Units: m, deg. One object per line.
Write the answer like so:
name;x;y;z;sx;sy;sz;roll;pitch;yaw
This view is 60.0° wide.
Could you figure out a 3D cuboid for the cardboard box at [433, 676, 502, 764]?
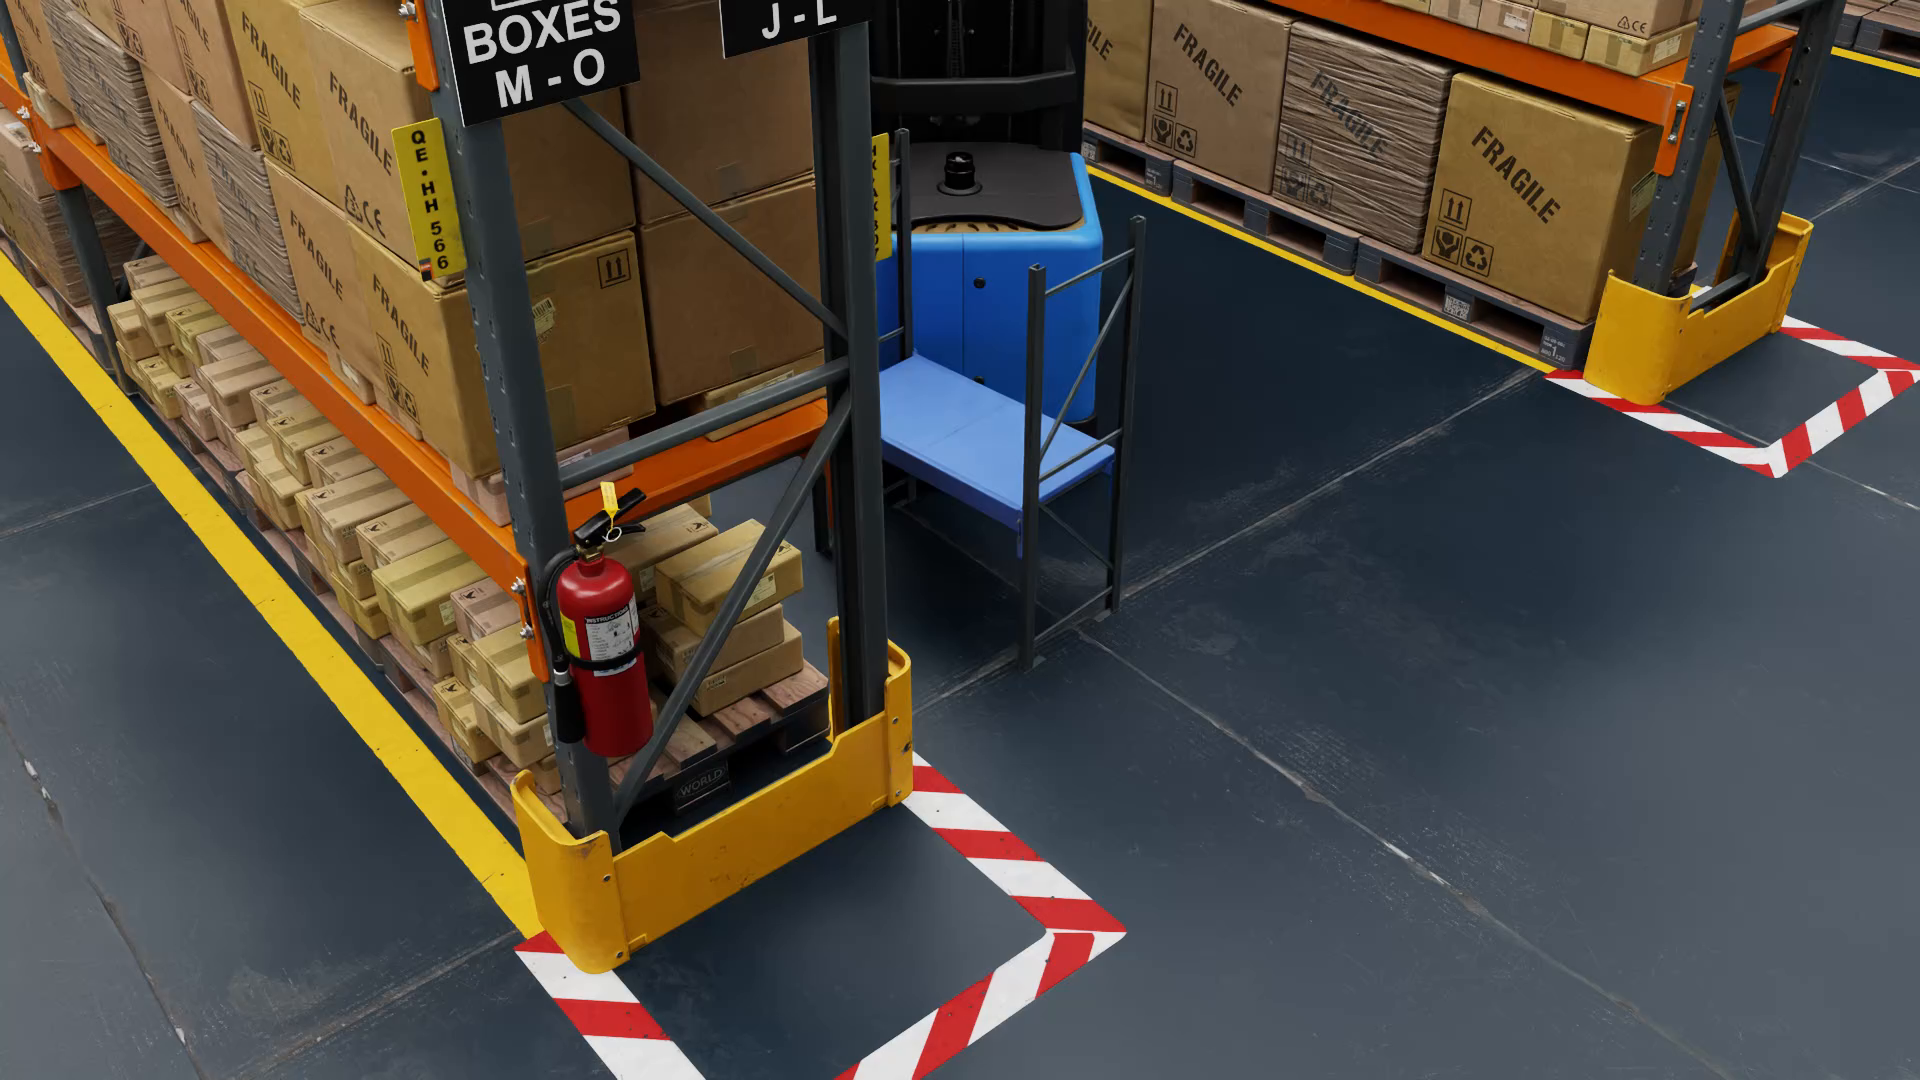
cardboard box;-1.368;0.486;5.072;0.380;0.149;0.250;-25;42;-30

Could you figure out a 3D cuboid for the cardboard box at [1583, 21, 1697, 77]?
cardboard box;2.747;-2.013;6.715;0.380;0.149;0.250;-25;42;-31

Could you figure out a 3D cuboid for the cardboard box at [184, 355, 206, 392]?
cardboard box;-2.801;-0.720;6.517;0.380;0.149;0.250;-26;43;-32

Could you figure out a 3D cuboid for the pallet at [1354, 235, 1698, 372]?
pallet;2.652;-1.267;7.857;1.003;0.211;1.213;-26;43;-32

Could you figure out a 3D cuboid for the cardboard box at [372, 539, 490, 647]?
cardboard box;-1.544;0.135;5.053;0.380;0.149;0.250;-27;43;-33

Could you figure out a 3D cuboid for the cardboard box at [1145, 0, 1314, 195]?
cardboard box;1.592;-2.433;8.565;0.875;0.875;0.875;-26;43;-32

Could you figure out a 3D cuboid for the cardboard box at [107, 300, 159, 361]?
cardboard box;-3.218;-0.892;6.760;0.380;0.149;0.250;-24;42;-30

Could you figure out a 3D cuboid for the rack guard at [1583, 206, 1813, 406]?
rack guard;3.244;-1.051;7.301;1.175;0.500;0.348;-26;43;-32

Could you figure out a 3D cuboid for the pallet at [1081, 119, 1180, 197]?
pallet;1.078;-2.345;9.378;1.003;0.211;1.213;-26;43;-32

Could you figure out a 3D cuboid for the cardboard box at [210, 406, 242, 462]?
cardboard box;-2.644;-0.468;6.419;0.380;0.149;0.250;-27;43;-33

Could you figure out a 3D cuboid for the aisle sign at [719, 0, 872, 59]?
aisle sign;-0.350;-1.417;3.406;0.394;0.787;0.004;-26;43;-32

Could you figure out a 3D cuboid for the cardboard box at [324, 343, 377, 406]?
cardboard box;-1.540;-0.545;4.641;0.380;0.149;0.250;-25;42;-31

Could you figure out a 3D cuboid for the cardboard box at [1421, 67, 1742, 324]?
cardboard box;2.754;-1.638;7.443;0.875;0.875;0.875;-26;43;-32

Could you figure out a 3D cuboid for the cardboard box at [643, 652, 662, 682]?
cardboard box;-0.951;0.280;5.362;0.380;0.149;0.250;-26;43;-32

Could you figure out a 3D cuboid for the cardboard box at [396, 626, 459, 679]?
cardboard box;-1.521;0.239;5.163;0.380;0.149;0.250;-28;44;-33

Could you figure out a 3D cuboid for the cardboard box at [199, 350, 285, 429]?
cardboard box;-2.522;-0.577;6.058;0.380;0.149;0.250;-25;42;-31

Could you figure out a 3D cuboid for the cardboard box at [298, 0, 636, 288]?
cardboard box;-1.111;-0.956;3.795;0.500;0.500;0.500;-27;43;-33

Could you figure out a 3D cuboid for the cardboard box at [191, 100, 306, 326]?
cardboard box;-1.776;-0.990;4.709;0.500;0.500;0.500;-26;43;-32

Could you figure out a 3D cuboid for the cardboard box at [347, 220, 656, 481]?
cardboard box;-1.113;-0.541;4.074;0.500;0.500;0.500;-25;42;-31

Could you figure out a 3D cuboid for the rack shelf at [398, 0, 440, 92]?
rack shelf;-1.917;-2.090;4.632;1.077;0.370;4.000;-26;43;-32

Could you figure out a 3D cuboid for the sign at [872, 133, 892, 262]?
sign;-0.212;-0.832;4.080;0.100;0.325;0.005;-26;43;-32

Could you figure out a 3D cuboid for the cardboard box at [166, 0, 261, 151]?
cardboard box;-1.781;-1.405;4.430;0.500;0.500;0.500;-24;42;-30

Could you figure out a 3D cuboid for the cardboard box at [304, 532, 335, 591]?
cardboard box;-2.016;0.015;5.736;0.380;0.149;0.250;-25;42;-31

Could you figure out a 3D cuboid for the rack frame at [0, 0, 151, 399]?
rack frame;-3.207;-2.042;6.538;1.000;3.000;0.127;-26;43;-32

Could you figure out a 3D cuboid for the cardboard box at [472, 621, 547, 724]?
cardboard box;-1.161;0.334;4.772;0.380;0.149;0.250;-25;43;-31

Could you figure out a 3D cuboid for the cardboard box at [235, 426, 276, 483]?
cardboard box;-2.355;-0.334;5.972;0.380;0.149;0.250;-26;43;-32

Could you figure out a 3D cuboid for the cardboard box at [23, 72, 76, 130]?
cardboard box;-3.275;-1.692;6.262;0.380;0.149;0.250;-24;42;-30

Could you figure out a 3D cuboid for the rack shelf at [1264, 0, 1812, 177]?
rack shelf;1.937;-2.671;8.048;1.077;0.370;4.000;-26;43;-32

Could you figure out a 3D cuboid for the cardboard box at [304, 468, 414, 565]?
cardboard box;-1.878;-0.101;5.386;0.380;0.149;0.250;-24;42;-30

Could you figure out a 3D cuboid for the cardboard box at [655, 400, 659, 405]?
cardboard box;-0.781;-0.536;4.629;0.380;0.149;0.250;-24;42;-30

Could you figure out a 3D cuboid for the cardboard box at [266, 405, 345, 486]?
cardboard box;-2.154;-0.364;5.757;0.380;0.149;0.250;-26;43;-32

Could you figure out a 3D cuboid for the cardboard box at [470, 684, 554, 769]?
cardboard box;-1.185;0.468;4.840;0.380;0.149;0.250;-27;44;-33

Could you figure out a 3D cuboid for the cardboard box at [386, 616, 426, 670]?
cardboard box;-1.642;0.233;5.429;0.380;0.149;0.250;-26;43;-31

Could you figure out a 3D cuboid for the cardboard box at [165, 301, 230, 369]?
cardboard box;-2.810;-0.826;6.410;0.380;0.149;0.250;-27;43;-32

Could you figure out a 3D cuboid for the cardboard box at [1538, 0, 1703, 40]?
cardboard box;2.713;-2.257;6.713;0.500;0.250;0.500;-27;43;-32

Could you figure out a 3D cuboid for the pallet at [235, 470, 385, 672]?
pallet;-1.955;-0.082;6.183;1.003;0.211;1.213;-26;43;-32

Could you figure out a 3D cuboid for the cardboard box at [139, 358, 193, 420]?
cardboard box;-3.046;-0.652;6.679;0.380;0.149;0.250;-25;42;-31

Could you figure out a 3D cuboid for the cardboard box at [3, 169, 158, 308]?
cardboard box;-3.877;-1.426;7.468;0.500;0.500;0.500;-27;43;-33

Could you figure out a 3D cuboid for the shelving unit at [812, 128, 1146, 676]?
shelving unit;0.013;-0.468;5.613;1.048;1.500;0.538;29;44;34

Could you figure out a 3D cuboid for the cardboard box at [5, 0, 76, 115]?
cardboard box;-3.080;-1.892;5.982;0.500;0.500;0.500;-27;43;-33

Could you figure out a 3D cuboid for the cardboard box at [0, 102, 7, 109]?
cardboard box;-4.203;-1.966;7.581;0.500;0.250;0.500;-24;42;-30

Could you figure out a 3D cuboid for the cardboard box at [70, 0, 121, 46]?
cardboard box;-2.455;-1.865;5.079;0.500;0.500;0.500;-25;42;-31

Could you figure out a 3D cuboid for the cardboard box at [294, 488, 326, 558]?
cardboard box;-2.017;-0.105;5.648;0.380;0.149;0.250;-24;42;-30

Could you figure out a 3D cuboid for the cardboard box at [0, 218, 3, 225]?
cardboard box;-4.536;-1.881;8.110;0.500;0.500;0.500;-27;43;-33

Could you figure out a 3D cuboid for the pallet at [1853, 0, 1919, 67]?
pallet;6.509;-3.169;10.542;1.003;0.211;1.213;-26;43;-32

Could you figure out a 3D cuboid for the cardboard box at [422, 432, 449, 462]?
cardboard box;-1.184;-0.336;4.346;0.380;0.149;0.250;-26;43;-32

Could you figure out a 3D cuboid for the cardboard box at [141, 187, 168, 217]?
cardboard box;-2.555;-1.250;5.637;0.380;0.149;0.250;-25;42;-31

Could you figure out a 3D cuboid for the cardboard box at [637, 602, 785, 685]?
cardboard box;-0.768;0.268;5.123;0.380;0.149;0.250;-24;42;-30

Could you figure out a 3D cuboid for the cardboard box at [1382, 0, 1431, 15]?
cardboard box;2.087;-2.464;7.351;0.380;0.149;0.250;-27;43;-33

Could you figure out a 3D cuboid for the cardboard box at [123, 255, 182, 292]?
cardboard box;-3.143;-1.063;6.745;0.380;0.149;0.250;-24;42;-30

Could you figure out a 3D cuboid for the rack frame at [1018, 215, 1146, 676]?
rack frame;0.380;-0.265;5.326;0.032;1.500;0.500;29;44;34

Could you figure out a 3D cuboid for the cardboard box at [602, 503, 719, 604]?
cardboard box;-0.974;0.038;5.189;0.380;0.149;0.250;-25;42;-31

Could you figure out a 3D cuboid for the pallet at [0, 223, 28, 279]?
pallet;-4.502;-1.786;8.590;1.003;0.211;1.213;-26;43;-32

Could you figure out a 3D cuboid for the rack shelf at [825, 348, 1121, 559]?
rack shelf;0.013;-0.321;5.717;1.000;0.185;0.538;29;44;34

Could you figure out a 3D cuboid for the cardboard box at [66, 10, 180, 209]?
cardboard box;-2.458;-1.440;5.344;0.500;0.500;0.500;-27;43;-33

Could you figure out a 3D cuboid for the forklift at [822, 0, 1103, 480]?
forklift;-0.042;-2.251;6.893;1.130;2.935;3.031;-1;35;-2

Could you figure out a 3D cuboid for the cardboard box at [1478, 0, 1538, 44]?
cardboard box;2.416;-2.239;7.034;0.380;0.149;0.250;-26;43;-32
